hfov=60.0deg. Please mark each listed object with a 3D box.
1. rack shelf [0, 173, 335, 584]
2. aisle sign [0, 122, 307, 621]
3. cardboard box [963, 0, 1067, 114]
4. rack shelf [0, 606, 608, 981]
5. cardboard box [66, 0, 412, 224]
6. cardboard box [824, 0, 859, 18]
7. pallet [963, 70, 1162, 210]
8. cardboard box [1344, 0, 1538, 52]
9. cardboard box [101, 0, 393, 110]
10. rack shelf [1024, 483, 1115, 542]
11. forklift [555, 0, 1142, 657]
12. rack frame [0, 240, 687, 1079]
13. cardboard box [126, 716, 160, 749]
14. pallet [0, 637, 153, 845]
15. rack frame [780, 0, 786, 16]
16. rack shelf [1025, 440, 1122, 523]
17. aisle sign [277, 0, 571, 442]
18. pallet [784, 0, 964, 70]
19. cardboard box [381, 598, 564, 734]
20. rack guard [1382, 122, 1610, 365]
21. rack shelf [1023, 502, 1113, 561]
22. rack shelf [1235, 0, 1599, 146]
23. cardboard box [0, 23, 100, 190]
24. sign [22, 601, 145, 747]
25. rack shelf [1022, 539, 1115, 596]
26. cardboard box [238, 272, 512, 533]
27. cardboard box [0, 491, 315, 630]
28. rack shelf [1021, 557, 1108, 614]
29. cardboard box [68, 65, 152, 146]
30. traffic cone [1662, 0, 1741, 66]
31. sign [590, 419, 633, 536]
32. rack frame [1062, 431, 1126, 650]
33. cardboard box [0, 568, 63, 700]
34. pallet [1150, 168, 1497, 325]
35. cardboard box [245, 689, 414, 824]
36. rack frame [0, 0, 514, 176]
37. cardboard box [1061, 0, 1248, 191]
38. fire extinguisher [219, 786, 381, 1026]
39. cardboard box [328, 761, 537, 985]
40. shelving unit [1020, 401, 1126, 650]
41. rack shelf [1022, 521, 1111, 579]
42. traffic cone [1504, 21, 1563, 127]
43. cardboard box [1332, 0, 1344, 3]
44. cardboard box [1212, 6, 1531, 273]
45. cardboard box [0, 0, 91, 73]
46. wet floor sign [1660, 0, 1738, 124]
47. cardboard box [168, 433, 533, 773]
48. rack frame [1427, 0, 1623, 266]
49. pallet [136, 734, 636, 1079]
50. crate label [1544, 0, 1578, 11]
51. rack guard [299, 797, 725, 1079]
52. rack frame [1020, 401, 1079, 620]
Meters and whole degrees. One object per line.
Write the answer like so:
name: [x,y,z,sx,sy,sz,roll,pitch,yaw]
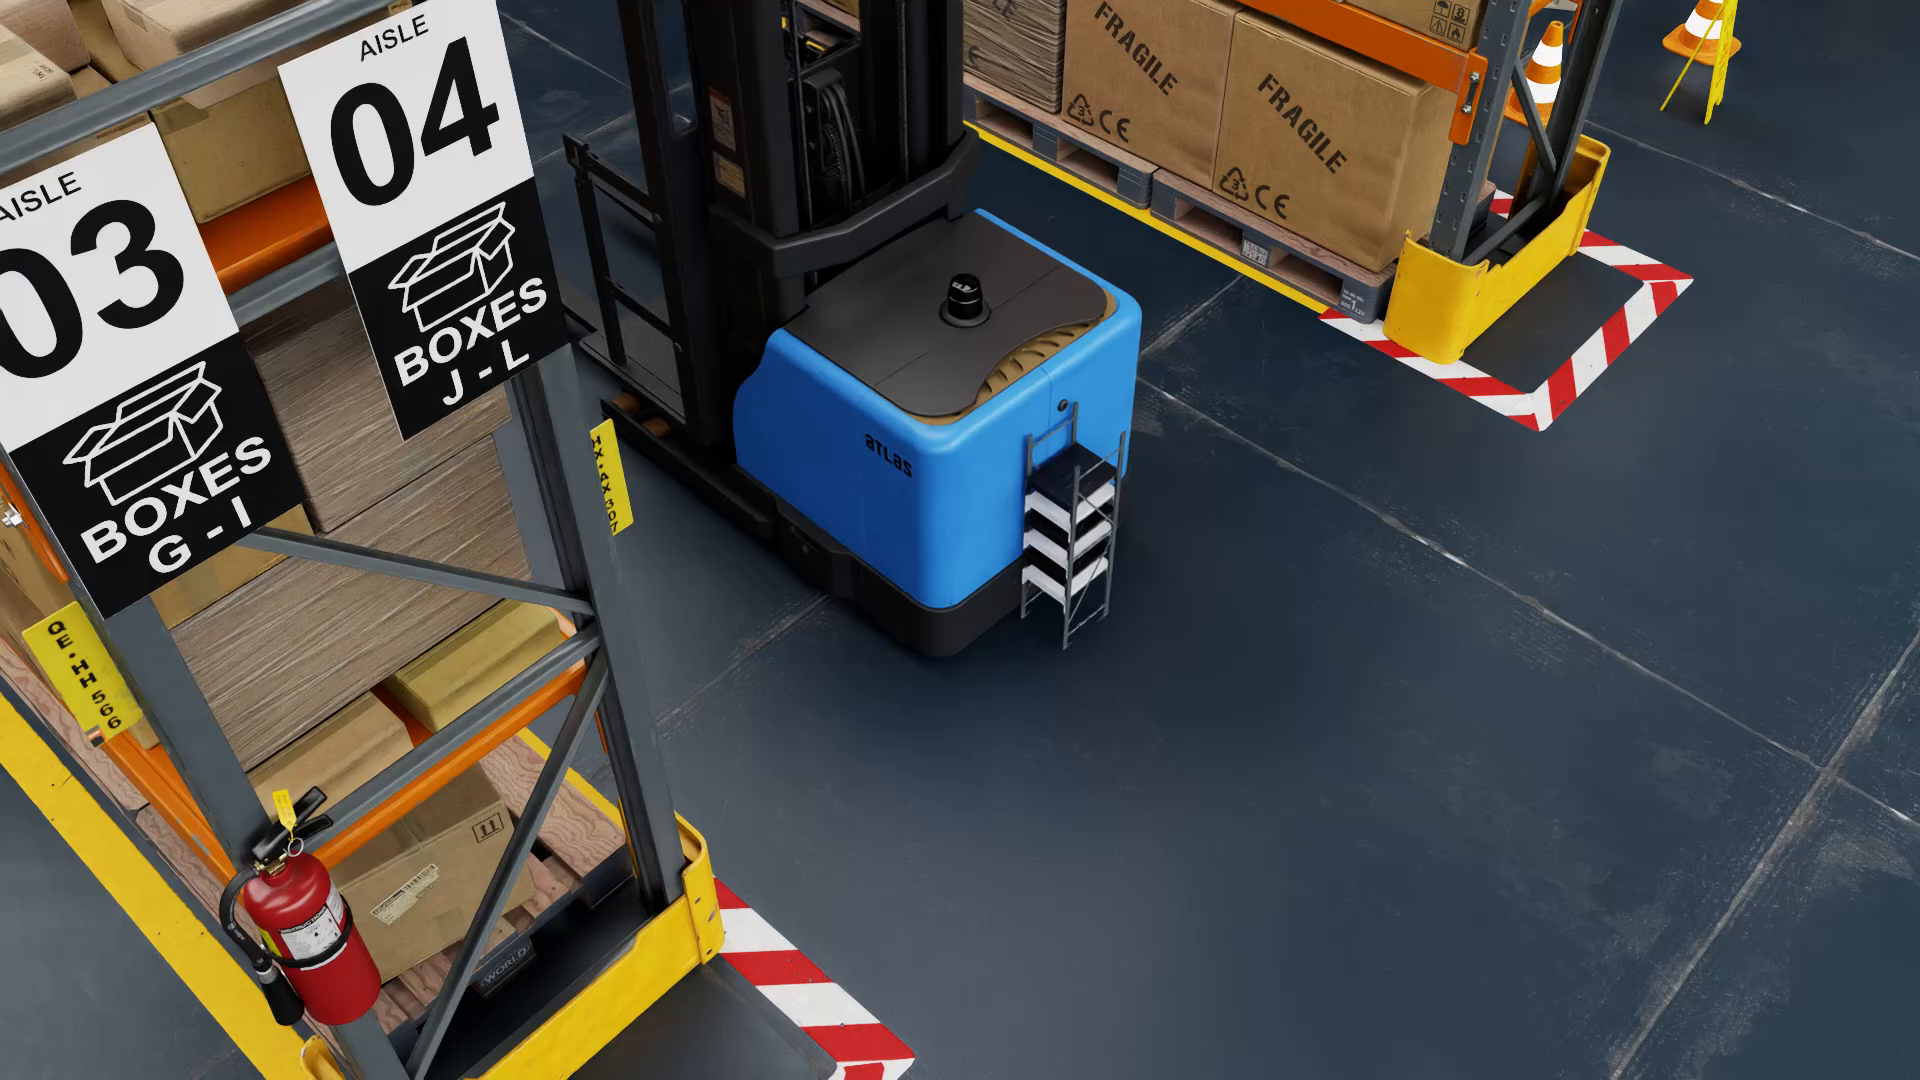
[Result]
rack shelf: [-2.631,-1.310,3.858,4.000,0.370,1.077,34,55,28]
aisle sign: [-1.319,-0.239,2.633,0.004,0.787,0.394,34,55,28]
cardboard box: [0.417,-2.750,7.943,0.875,0.875,0.875,34,56,28]
rack shelf: [-2.631,-0.283,4.952,4.000,0.370,1.077,34,55,28]
cardboard box: [-1.340,-0.892,3.076,0.500,0.250,0.500,36,56,29]
cardboard box: [-0.248,-3.193,8.360,0.875,0.875,0.875,35,56,28]
pallet: [0.744,-2.150,8.124,1.213,0.211,1.003,34,55,28]
cardboard box: [1.974,-2.358,6.304,0.550,0.550,0.875,34,55,28]
cardboard box: [-1.207,-0.912,2.821,0.250,0.149,0.380,34,55,27]
rack shelf: [0.374,-0.133,5.556,0.200,0.077,0.258,36,56,29]
forklift: [-0.777,-1.564,5.708,3.031,2.935,1.130,36,56,29]
rack frame: [-1.161,0.460,3.761,0.127,3.000,1.000,34,55,28]
cardboard box: [-1.913,0.295,4.087,0.250,0.149,0.380,34,55,28]
pallet: [-2.682,0.353,5.774,1.213,0.211,1.003,34,55,28]
rack frame: [-0.662,-4.125,8.066,0.127,3.000,1.000,34,55,28]
rack shelf: [0.374,-0.194,5.490,0.200,0.077,0.258,36,56,29]
aisle sign: [-0.912,-0.560,2.935,0.004,0.787,0.394,34,55,28]
pallet: [-0.157,-2.753,8.690,1.213,0.211,1.003,34,55,28]
cardboard box: [-1.209,0.277,4.105,0.250,0.149,0.380,34,55,28]
rack guard: [2.295,-1.280,7.109,0.348,0.500,1.175,34,55,28]
rack shelf: [0.374,-0.071,5.622,0.200,0.077,0.258,36,56,29]
rack shelf: [0.807,-2.890,7.400,4.000,0.370,1.077,34,55,28]
cardboard box: [-1.577,-0.622,2.549,0.250,0.149,0.380,34,55,28]
sign: [-1.552,0.243,2.954,0.005,0.325,0.100,34,55,28]
rack shelf: [0.374,0.052,5.753,0.200,0.077,0.258,36,56,29]
cardboard box: [-1.381,-0.437,3.644,0.500,0.500,0.500,34,55,28]
cardboard box: [-1.733,-0.158,3.382,0.500,0.500,0.500,34,55,28]
rack shelf: [0.374,0.114,5.818,0.200,0.077,0.258,36,56,29]
cardboard box: [-1.688,-0.618,2.818,0.500,0.250,0.500,35,56,28]
traffic cone: [3.866,-2.740,8.505,0.334,0.463,0.336,34,55,28]
sign: [-0.793,-0.127,3.718,0.005,0.325,0.100,34,55,28]
rack frame: [0.447,0.020,5.614,0.006,0.900,0.240,36,56,29]
cardboard box: [-1.996,-0.146,4.057,0.500,0.500,0.875,34,55,28]
pallet: [1.636,-1.546,7.557,1.213,0.211,1.003,34,55,28]
cardboard box: [-1.511,0.515,3.881,0.250,0.149,0.380,34,55,28]
rack frame: [-1.161,-1.594,1.574,0.127,3.000,1.000,34,55,28]
cardboard box: [1.086,-2.298,7.519,0.875,0.875,0.875,33,55,27]
fire extinguisher: [-1.390,0.790,3.504,0.183,0.674,0.296,34,55,28]
cardboard box: [-1.609,0.854,4.817,0.500,0.500,0.500,-28,53,-24]
shelving unit: [0.374,-0.032,5.663,0.210,0.900,0.258,36,56,29]
rack shelf: [0.374,-0.009,5.687,0.200,0.077,0.258,36,56,29]
traffic cone: [2.850,-2.302,8.094,0.334,0.463,0.336,34,55,28]
cardboard box: [1.555,-2.618,6.548,0.550,0.550,0.875,34,55,28]
cardboard box: [1.734,-1.864,7.112,0.875,0.875,0.875,34,56,28]
cardboard box: [-1.689,-0.814,2.728,0.250,0.149,0.380,32,55,27]
wet floor sign: [3.641,-2.388,8.050,0.232,0.644,0.267,25,52,22]
cardboard box: [-1.547,0.037,3.885,0.500,0.500,0.875,34,55,28]
rack frame: [2.277,-2.147,6.209,0.127,3.000,1.000,34,55,28]
pallet: [-1.790,0.956,5.208,1.213,0.211,1.003,34,55,28]
crate label: [3.246,-2.984,8.958,0.298,0.136,0.250,9,48,9]
rack guard: [-1.217,1.278,4.707,0.348,0.500,1.175,34,55,28]
rack frame: [0.302,-0.084,5.712,0.006,0.900,0.240,36,56,29]
